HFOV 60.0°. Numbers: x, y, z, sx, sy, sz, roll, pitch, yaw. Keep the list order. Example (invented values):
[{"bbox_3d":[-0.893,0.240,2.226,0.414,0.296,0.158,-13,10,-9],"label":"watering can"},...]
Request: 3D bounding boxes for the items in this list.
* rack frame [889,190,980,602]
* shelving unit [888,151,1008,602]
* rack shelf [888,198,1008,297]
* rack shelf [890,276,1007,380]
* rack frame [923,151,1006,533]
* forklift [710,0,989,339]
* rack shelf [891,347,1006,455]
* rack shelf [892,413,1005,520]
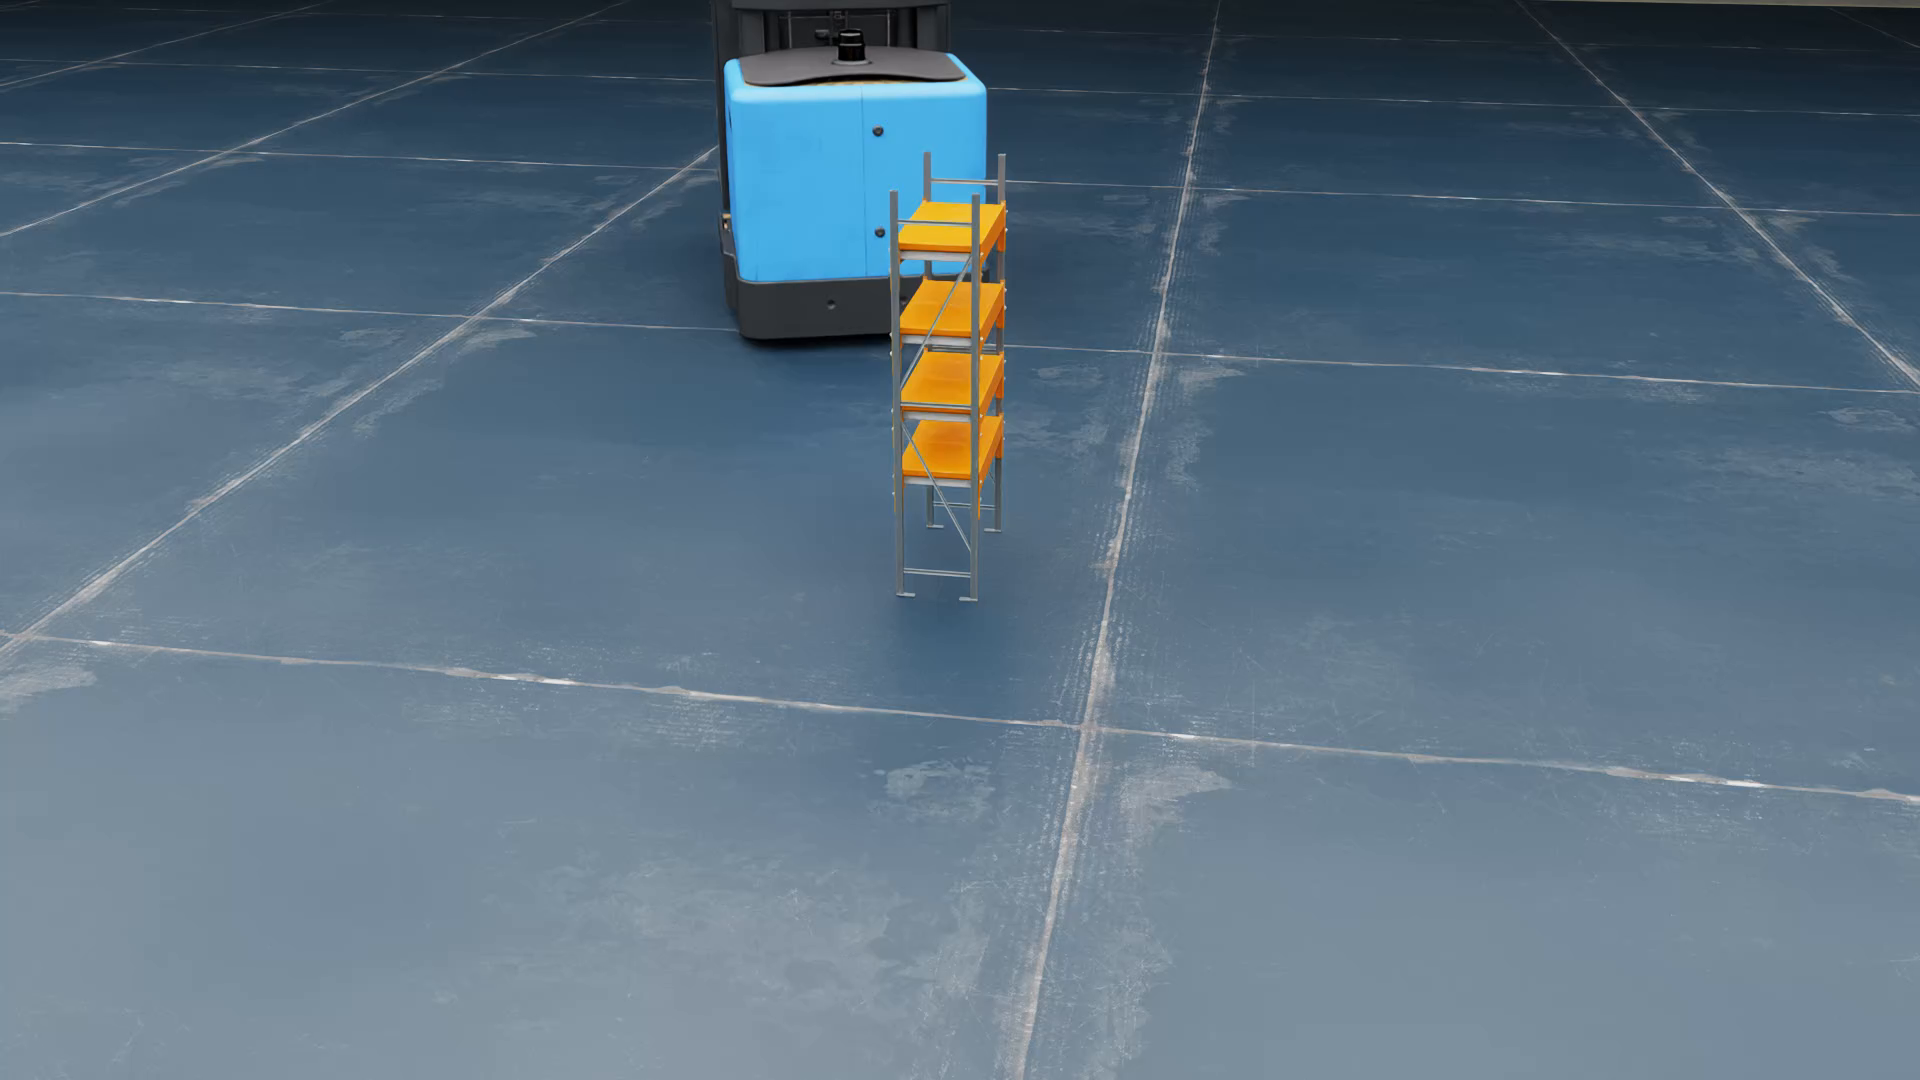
[{"bbox_3d":[-0.067,-0.372,4.630,0.240,1.200,0.015,4,25,9],"label":"rack frame"},{"bbox_3d":[-0.027,-0.474,4.848,0.258,1.200,0.503,4,25,9],"label":"shelving unit"},{"bbox_3d":[-0.027,-0.830,4.681,0.258,0.148,0.480,4,25,9],"label":"rack shelf"},{"bbox_3d":[-0.027,-0.616,4.781,0.258,0.148,0.480,4,25,9],"label":"rack shelf"},{"bbox_3d":[0.013,-0.576,5.066,0.240,1.200,0.015,4,25,9],"label":"rack frame"},{"bbox_3d":[-0.625,-2.750,7.668,1.130,2.935,3.031,-4,25,-8],"label":"forklift"},{"bbox_3d":[-0.027,-0.413,4.876,0.258,0.148,0.480,4,25,9],"label":"rack shelf"},{"bbox_3d":[-0.027,-0.233,4.960,0.258,0.148,0.480,4,25,9],"label":"rack shelf"}]
